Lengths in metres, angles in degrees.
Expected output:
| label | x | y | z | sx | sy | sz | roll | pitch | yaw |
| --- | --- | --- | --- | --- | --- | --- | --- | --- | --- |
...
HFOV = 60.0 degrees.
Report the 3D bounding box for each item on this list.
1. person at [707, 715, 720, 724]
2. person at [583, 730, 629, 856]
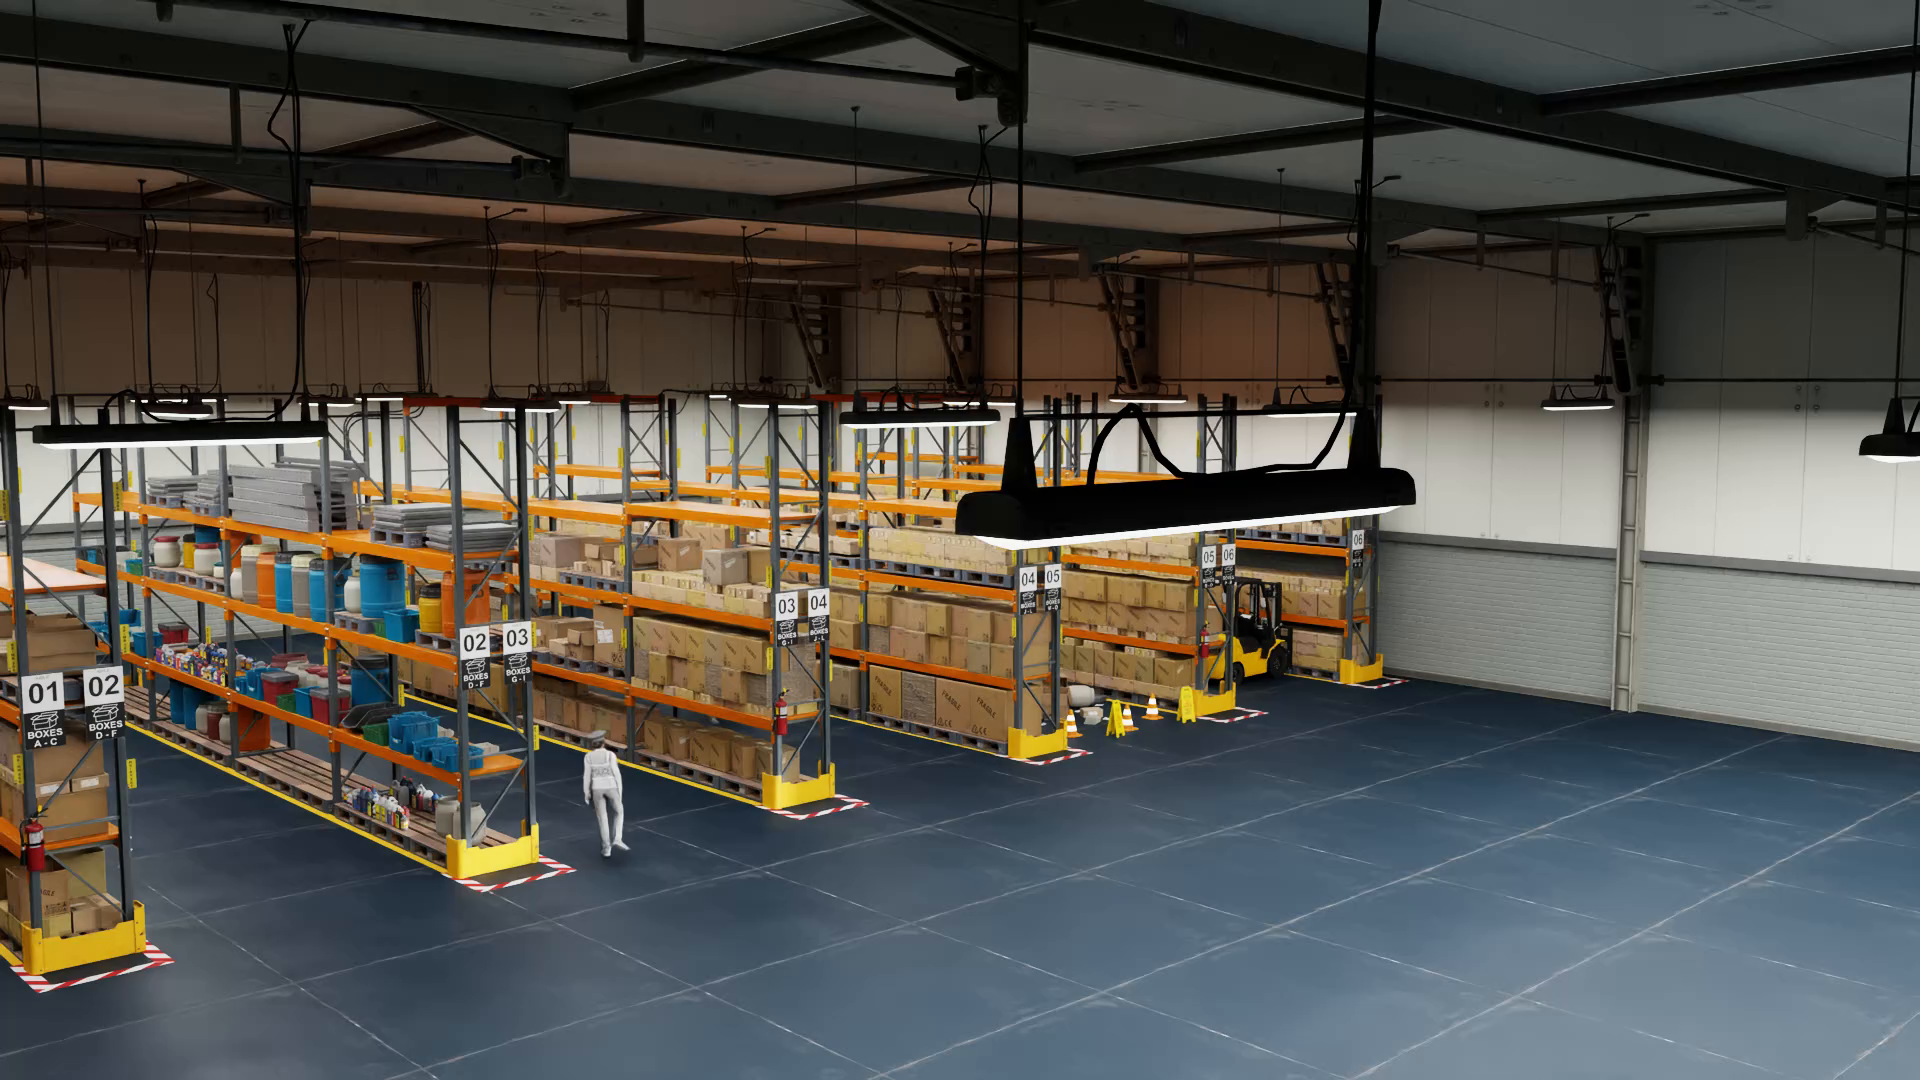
| label | x | y | z | sx | sy | sz | roll | pitch | yaw |
| --- | --- | --- | --- | --- | --- | --- | --- | --- | --- |
| person | -4.599 | 2.519 | 30.781 | 0.617 | 1.712 | 0.624 | 5 | 7 | 40 |
| person | -4.719 | 3.361 | 22.131 | 0.589 | 1.651 | 0.447 | -1 | 6 | -8 |
